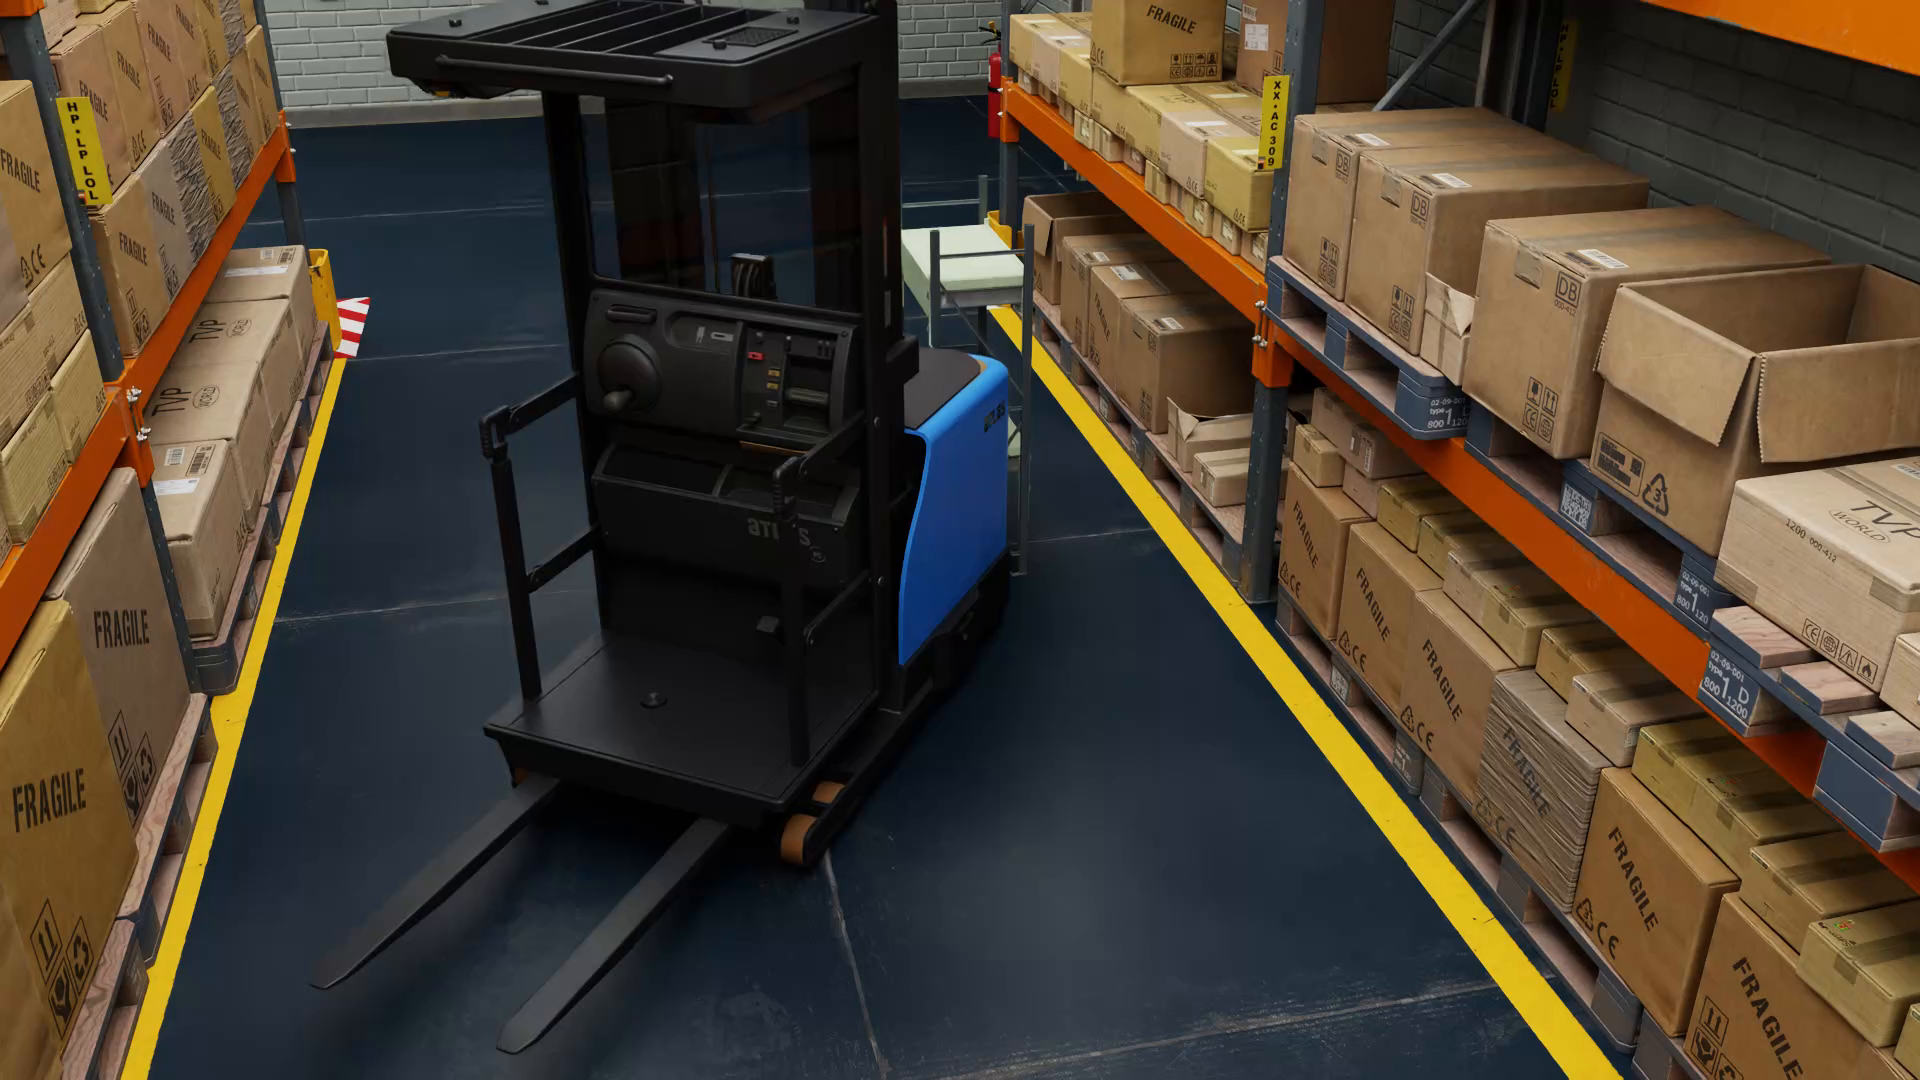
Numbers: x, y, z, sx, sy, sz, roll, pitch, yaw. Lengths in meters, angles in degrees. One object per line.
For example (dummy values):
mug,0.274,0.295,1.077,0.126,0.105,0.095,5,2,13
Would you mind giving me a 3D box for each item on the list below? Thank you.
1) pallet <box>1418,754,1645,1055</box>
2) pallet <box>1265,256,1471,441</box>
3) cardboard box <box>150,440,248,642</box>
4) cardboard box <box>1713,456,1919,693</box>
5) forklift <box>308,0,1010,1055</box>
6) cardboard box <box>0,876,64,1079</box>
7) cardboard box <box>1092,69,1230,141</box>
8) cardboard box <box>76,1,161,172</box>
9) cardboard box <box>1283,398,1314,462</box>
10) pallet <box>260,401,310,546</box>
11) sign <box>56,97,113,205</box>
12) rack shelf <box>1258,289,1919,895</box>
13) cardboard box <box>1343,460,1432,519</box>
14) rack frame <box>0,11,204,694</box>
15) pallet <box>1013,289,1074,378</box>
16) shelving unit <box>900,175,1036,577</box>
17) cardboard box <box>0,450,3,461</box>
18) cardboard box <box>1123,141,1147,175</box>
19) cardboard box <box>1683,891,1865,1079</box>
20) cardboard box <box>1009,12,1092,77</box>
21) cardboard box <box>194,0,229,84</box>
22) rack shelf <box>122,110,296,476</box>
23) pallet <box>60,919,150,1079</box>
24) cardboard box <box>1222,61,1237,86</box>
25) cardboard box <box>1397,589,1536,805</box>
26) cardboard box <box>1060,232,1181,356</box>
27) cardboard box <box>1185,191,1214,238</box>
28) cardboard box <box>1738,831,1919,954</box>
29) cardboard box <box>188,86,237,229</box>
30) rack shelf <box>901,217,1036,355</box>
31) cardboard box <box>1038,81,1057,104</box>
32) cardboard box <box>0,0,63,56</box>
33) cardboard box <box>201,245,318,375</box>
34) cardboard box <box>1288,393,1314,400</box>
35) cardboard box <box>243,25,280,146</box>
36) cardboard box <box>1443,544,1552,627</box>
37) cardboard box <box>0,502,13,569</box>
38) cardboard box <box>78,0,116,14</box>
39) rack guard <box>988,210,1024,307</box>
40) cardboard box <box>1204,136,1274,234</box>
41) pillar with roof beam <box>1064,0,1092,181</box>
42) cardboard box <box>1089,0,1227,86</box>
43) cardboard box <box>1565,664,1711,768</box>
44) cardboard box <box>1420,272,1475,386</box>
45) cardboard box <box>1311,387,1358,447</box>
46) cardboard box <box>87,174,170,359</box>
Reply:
pallet,2.137,0.987,5.060,1.003,0.211,1.213,-6,27,-12
pallet,1.712,-0.700,5.521,1.003,0.211,1.213,-6,27,-12
cardboard box,-3.234,0.028,6.243,0.875,0.438,0.875,-6,27,-12
cardboard box,1.987,0.058,3.507,0.500,0.250,0.500,-7,28,-14
forklift,-0.842,-0.501,4.990,1.130,2.935,3.031,11,29,20
cardboard box,-2.567,1.171,3.492,0.875,0.875,0.875,-6,27,-11
cardboard box,0.944,-2.077,7.873,0.500,0.250,0.500,-7,28,-13
cardboard box,-3.176,-1.589,5.848,0.500,0.500,0.500,-6,27,-12
cardboard box,1.720,-0.449,7.328,0.500,0.311,0.500,-5,27,-10
pallet,-3.570,-0.275,7.562,1.003,0.211,1.213,-6,27,-12
sign,-2.670,-1.183,5.067,0.100,0.325,0.005,-6,27,-12
rack shelf,2.089,0.052,4.617,1.077,0.370,4.000,-6,27,-12
cardboard box,1.598,-0.211,5.926,0.380,0.149,0.250,-7,28,-13
rack frame,-3.197,-0.642,5.193,1.000,3.000,0.127,-6,27,-12
pallet,0.935,-1.275,9.543,1.003,0.211,1.213,-6,27,-12
shelving unit,0.002,-0.667,6.906,0.431,1.500,0.755,-6,27,-12
cardboard box,-2.618,-0.184,3.897,0.500,0.250,0.500,-5,27,-10
cardboard box,0.990,-1.829,7.824,0.380,0.149,0.250,-6,27,-12
cardboard box,2.133,1.152,3.946,0.500,0.500,0.500,-6,27,-12
cardboard box,0.577,-2.743,9.192,0.500,0.250,0.500,-6,27,-11
cardboard box,-3.503,-2.258,7.173,0.500,0.500,0.500,-6,27,-12
rack shelf,-3.647,-1.199,7.094,1.077,0.370,4.000,-6,27,-12
pallet,-2.671,1.471,4.102,1.003,0.211,1.213,-6,27,-12
cardboard box,1.439,-2.121,7.959,0.500,0.250,0.500,-6,27,-12
cardboard box,1.766,0.468,5.301,0.500,0.500,0.500,-7,28,-13
cardboard box,0.937,-1.318,8.840,0.700,0.500,0.500,-5,27,-9
cardboard box,1.159,-1.374,6.921,0.380,0.149,0.250,-5,27,-10
cardboard box,2.074,0.819,3.886,0.380,0.149,0.250,-7,28,-13
cardboard box,-3.379,-1.586,6.952,0.500,0.500,0.500,-5,27,-10
rack shelf,0.002,-1.015,6.730,0.431,0.370,0.720,-6,27,-12
cardboard box,0.646,-2.512,9.177,0.380,0.149,0.250,-5,27,-10
cardboard box,-3.015,-1.587,5.126,0.380,0.149,0.250,-6,27,-12
cardboard box,-3.852,-1.162,8.601,0.875,0.438,0.875,-7,28,-13
cardboard box,1.622,-0.567,7.742,0.380,0.149,0.250,-6,27,-12
cardboard box,-3.732,-2.258,8.283,0.500,0.500,0.500,-6,27,-11
cardboard box,1.762,0.133,5.245,0.380,0.149,0.250,-6,27,-12
cardboard box,-2.641,0.044,4.001,0.500,0.250,0.500,-7,28,-13
cardboard box,-3.183,-1.922,5.788,0.380,0.149,0.250,-6,27,-12
rack guard,0.754,-1.754,10.171,1.175,0.500,0.348,-6,27,-12
cardboard box,1.286,-1.412,6.555,0.500,0.250,0.500,-5,27,-10
pillar with roof beam,-3.187,-6.420,9.982,9.100,9.000,0.400,-6,27,-12
cardboard box,0.915,-2.419,7.718,0.500,0.500,0.500,-5,27,-10
cardboard box,1.910,0.471,4.576,0.380,0.149,0.250,-7,28,-14
cardboard box,1.578,-0.626,4.845,0.396,0.266,0.258,-5,27,-9
cardboard box,1.519,-0.463,6.097,0.380,0.149,0.250,-6,27,-12
cardboard box,-3.047,-0.919,5.631,0.500,0.500,0.500,-5,27,-10
